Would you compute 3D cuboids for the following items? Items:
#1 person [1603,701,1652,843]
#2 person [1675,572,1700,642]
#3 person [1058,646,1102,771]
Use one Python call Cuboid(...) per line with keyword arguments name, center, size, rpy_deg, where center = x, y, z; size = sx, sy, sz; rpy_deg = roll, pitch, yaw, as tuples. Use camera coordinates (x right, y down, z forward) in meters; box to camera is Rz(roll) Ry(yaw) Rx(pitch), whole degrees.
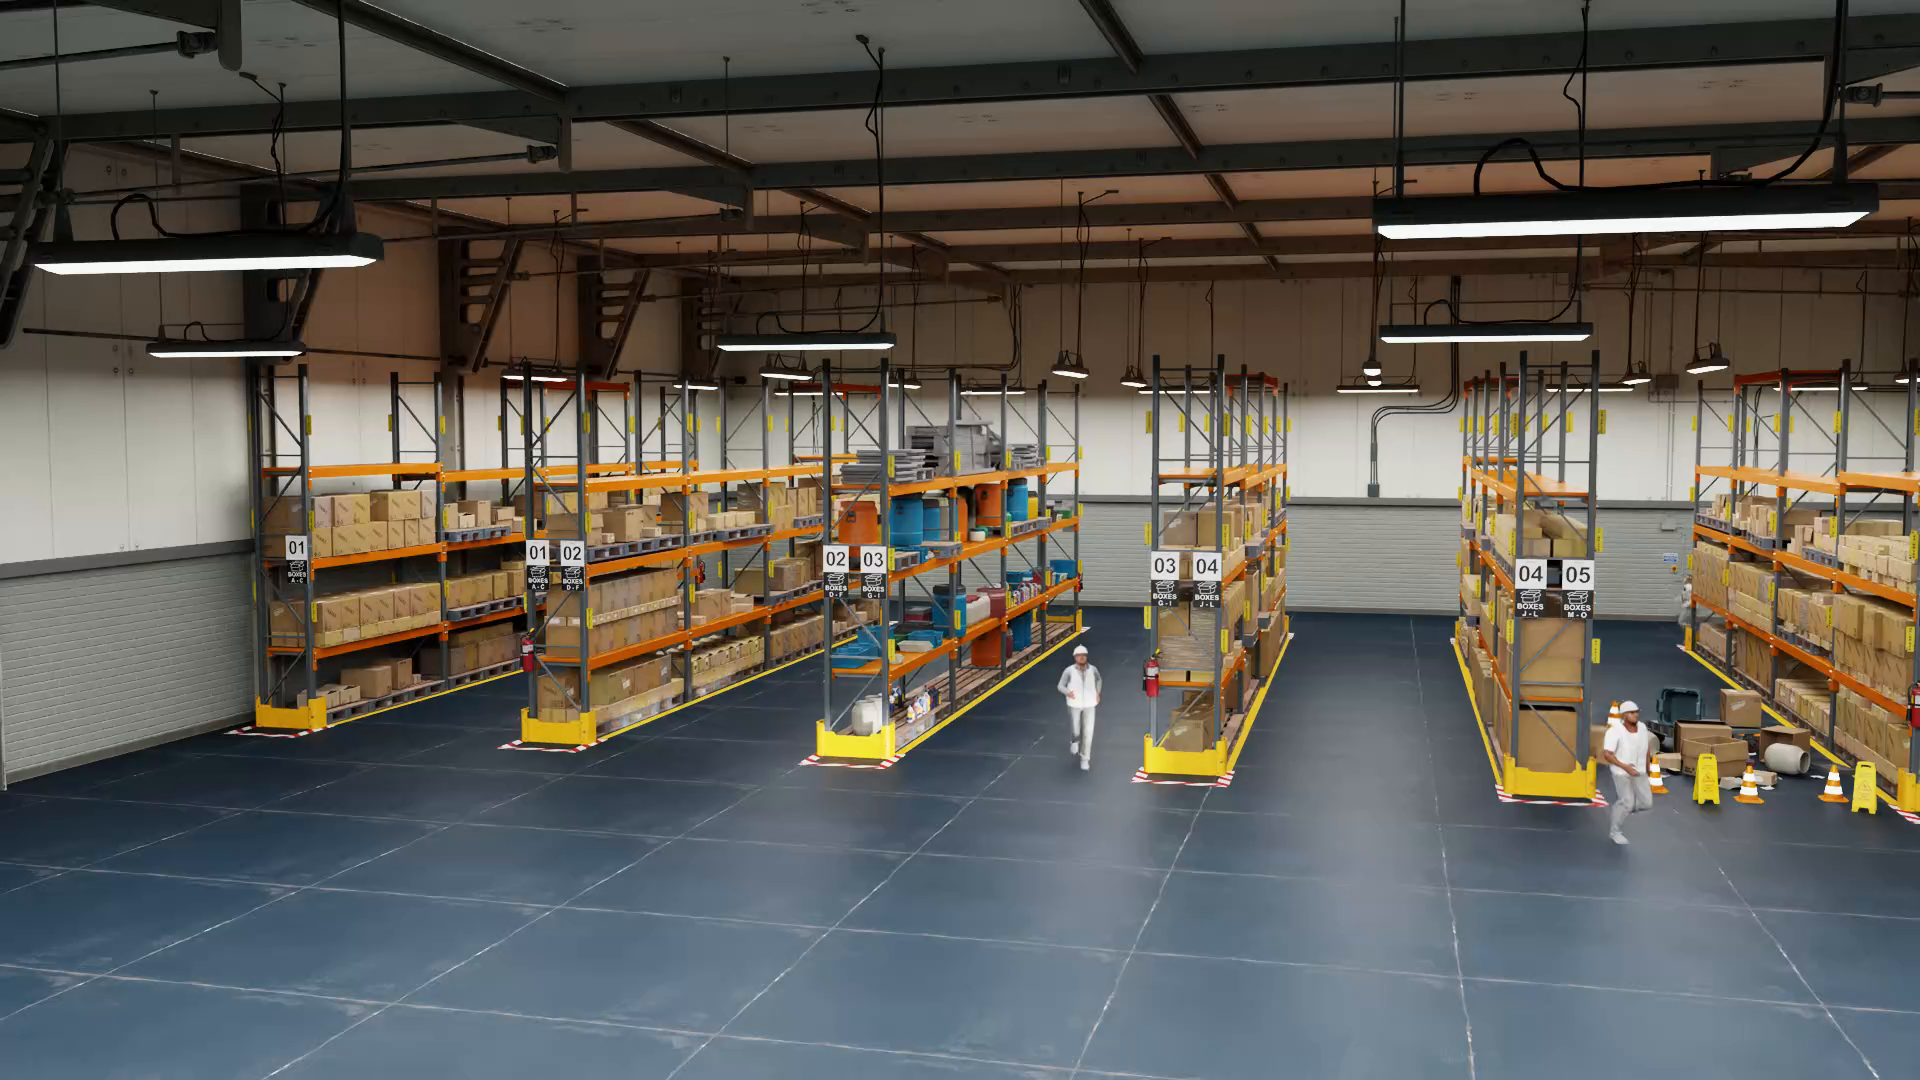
Cuboid(name="person", center=(8.019, 2.778, 19.874), size=(0.729, 1.723, 0.647), rpy_deg=(-1, 4, -16))
Cuboid(name="person", center=(16.731, 1.555, 38.229), size=(0.577, 1.646, 0.637), rpy_deg=(2, 4, 28))
Cuboid(name="person", center=(1.781, 2.449, 24.492), size=(0.690, 1.794, 0.871), rpy_deg=(0, 4, -5))
